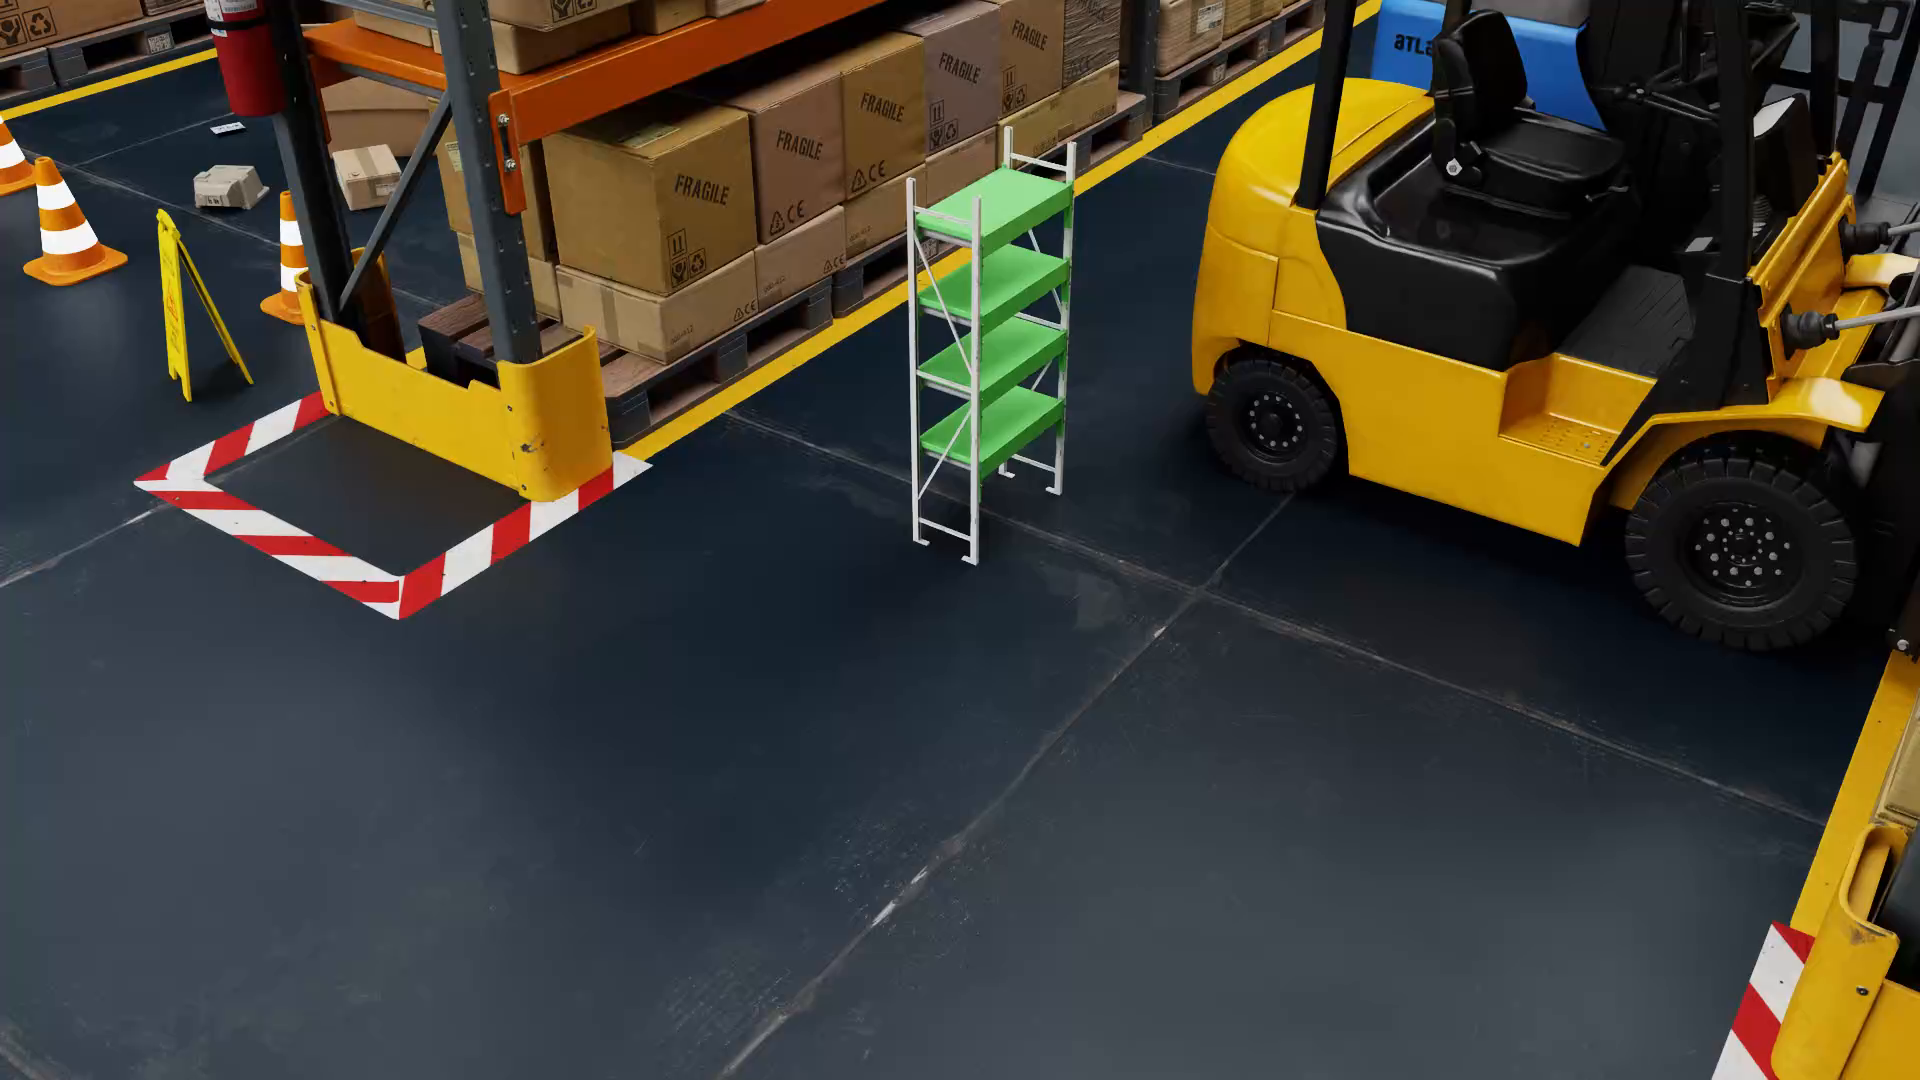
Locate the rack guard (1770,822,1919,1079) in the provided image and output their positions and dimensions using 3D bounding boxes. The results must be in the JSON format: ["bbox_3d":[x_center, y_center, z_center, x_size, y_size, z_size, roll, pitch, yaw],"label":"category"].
[{"bbox_3d":[2.296,1.049,3.253,1.175,0.500,0.348,21,39,28],"label":"rack guard"}]

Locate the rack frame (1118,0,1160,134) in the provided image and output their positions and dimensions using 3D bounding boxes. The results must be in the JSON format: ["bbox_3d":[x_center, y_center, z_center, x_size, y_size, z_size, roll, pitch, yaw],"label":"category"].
[{"bbox_3d":[0.511,-3.422,7.633,1.000,3.000,0.127,21,39,28],"label":"rack frame"}]

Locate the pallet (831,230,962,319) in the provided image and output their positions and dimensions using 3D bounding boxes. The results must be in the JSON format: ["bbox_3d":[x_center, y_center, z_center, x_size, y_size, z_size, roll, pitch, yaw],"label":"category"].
[{"bbox_3d":[-0.538,-1.383,7.107,1.003,0.211,1.213,21,39,28],"label":"pallet"}]

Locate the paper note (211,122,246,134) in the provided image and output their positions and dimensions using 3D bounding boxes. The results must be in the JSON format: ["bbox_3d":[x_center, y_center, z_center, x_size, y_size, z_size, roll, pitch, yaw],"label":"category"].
[{"bbox_3d":[-3.629,-2.046,8.249,0.142,0.017,0.144,-22,40,-29],"label":"paper note"}]

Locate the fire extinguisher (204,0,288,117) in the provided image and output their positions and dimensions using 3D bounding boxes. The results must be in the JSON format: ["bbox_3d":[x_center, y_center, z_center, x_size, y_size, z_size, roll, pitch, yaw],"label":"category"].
[{"bbox_3d":[-2.214,-1.644,5.073,0.296,0.674,0.183,21,39,28],"label":"fire extinguisher"}]

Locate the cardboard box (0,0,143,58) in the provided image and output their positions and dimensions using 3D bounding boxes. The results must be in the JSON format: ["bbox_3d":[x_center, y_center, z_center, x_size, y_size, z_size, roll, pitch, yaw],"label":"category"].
[{"bbox_3d":[-5.062,-3.149,8.750,0.875,0.875,0.875,21,39,27],"label":"cardboard box"}]

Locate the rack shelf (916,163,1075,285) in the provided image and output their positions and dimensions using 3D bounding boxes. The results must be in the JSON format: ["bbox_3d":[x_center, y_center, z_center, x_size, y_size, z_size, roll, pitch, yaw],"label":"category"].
[{"bbox_3d":[0.094,-0.918,4.793,0.258,0.148,0.480,21,39,28],"label":"rack shelf"}]

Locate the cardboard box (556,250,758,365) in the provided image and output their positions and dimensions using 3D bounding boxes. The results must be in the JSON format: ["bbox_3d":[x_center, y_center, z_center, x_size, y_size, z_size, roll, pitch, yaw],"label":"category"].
[{"bbox_3d":[-1.083,-0.899,5.982,0.500,0.250,0.500,21,39,28],"label":"cardboard box"}]

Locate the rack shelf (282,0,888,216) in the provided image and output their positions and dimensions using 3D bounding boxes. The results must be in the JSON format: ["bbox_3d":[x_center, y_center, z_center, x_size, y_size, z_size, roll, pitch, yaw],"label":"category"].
[{"bbox_3d":[-0.630,-2.204,6.474,1.077,0.370,4.000,21,39,28],"label":"rack shelf"}]

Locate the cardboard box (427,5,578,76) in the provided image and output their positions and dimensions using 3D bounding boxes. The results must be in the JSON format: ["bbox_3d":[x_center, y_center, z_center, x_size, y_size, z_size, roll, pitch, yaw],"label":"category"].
[{"bbox_3d":[-1.406,-1.568,5.115,0.380,0.149,0.250,21,40,28],"label":"cardboard box"}]

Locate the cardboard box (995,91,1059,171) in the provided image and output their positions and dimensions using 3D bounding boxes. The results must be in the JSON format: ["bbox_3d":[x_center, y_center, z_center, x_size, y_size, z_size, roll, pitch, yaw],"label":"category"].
[{"bbox_3d":[0.099,-1.851,7.389,0.500,0.250,0.500,20,39,27],"label":"cardboard box"}]

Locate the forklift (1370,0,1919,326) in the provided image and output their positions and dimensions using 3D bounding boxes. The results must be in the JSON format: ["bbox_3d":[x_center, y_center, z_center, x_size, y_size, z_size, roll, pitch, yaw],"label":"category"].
[{"bbox_3d":[3.123,-2.174,5.848,3.031,2.935,1.130,22,40,29],"label":"forklift"}]

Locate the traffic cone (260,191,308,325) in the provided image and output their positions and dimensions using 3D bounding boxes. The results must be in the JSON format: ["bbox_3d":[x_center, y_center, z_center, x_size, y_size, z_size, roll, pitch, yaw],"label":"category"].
[{"bbox_3d":[-2.585,-1.141,6.524,0.336,0.463,0.334,21,39,28],"label":"traffic cone"}]

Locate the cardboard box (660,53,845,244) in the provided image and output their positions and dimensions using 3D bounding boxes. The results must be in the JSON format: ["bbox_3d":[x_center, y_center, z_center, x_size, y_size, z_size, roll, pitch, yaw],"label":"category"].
[{"bbox_3d":[-0.775,-1.463,6.146,0.500,0.500,0.500,20,39,27],"label":"cardboard box"}]

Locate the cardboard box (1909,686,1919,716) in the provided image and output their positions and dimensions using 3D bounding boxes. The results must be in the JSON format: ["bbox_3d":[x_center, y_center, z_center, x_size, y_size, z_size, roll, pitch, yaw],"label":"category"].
[{"bbox_3d":[2.609,0.424,4.025,0.500,0.250,0.500,21,39,28],"label":"cardboard box"}]

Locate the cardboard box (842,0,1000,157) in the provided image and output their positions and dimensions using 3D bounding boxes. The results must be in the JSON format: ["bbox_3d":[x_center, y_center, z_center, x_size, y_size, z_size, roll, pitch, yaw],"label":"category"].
[{"bbox_3d":[-0.185,-1.940,6.852,0.500,0.500,0.500,24,41,31],"label":"cardboard box"}]

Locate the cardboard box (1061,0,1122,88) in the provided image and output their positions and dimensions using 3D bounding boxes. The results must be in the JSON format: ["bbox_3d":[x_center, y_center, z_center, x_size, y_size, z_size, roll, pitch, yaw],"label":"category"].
[{"bbox_3d":[0.394,-2.410,7.546,0.500,0.500,0.500,21,39,28],"label":"cardboard box"}]

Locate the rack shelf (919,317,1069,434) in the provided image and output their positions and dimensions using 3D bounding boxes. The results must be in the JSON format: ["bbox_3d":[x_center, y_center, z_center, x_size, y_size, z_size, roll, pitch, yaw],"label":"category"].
[{"bbox_3d":[0.094,-0.520,5.062,0.258,0.148,0.480,21,39,28],"label":"rack shelf"}]

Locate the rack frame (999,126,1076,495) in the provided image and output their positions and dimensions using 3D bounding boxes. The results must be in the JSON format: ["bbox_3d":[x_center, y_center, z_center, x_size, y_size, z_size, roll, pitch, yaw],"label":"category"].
[{"bbox_3d":[0.234,-0.686,5.193,0.240,1.200,0.015,21,39,28],"label":"rack frame"}]

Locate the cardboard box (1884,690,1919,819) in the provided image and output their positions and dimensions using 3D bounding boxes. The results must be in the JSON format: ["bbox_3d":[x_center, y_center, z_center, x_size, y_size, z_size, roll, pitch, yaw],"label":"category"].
[{"bbox_3d":[2.330,0.436,3.561,0.500,0.250,0.500,21,39,28],"label":"cardboard box"}]

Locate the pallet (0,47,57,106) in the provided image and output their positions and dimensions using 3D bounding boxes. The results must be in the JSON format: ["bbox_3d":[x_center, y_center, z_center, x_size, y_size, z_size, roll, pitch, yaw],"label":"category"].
[{"bbox_3d":[-5.503,-2.354,8.543,1.003,0.211,1.213,21,39,28],"label":"pallet"}]

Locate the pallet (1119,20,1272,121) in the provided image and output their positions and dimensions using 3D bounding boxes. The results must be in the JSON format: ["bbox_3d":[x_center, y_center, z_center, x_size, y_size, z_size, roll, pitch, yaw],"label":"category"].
[{"bbox_3d":[0.953,-2.626,8.945,1.003,0.211,1.213,21,39,28],"label":"pallet"}]

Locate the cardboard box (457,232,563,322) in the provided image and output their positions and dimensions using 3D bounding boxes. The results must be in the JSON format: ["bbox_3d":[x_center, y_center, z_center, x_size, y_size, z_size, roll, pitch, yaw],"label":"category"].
[{"bbox_3d":[-1.517,-1.086,6.257,0.500,0.250,0.500,21,39,28],"label":"cardboard box"}]

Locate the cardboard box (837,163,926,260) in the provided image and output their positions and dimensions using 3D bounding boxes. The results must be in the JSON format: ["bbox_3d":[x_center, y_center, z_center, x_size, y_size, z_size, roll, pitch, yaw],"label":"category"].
[{"bbox_3d":[-0.485,-1.387,6.703,0.500,0.250,0.500,24,41,31],"label":"cardboard box"}]

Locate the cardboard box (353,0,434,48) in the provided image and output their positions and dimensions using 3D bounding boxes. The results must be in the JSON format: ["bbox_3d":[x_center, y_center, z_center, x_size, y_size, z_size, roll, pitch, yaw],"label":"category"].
[{"bbox_3d":[-1.733,-1.718,5.337,0.380,0.149,0.250,23,40,30],"label":"cardboard box"}]

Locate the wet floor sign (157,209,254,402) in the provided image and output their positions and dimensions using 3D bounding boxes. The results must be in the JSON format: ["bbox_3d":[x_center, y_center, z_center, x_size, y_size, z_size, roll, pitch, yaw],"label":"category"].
[{"bbox_3d":[-2.757,-0.861,5.947,0.232,0.644,0.267,-22,40,-29],"label":"wet floor sign"}]

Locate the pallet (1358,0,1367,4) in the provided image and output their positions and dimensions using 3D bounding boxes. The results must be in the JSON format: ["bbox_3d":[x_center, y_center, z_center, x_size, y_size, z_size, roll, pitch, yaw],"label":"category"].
[{"bbox_3d":[2.345,-3.749,10.605,1.003,0.211,1.213,21,39,28],"label":"pallet"}]

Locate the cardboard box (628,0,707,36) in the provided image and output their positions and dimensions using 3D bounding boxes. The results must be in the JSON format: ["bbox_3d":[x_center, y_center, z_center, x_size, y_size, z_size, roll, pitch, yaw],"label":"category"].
[{"bbox_3d":[-1.056,-1.785,5.436,0.380,0.149,0.250,20,39,27],"label":"cardboard box"}]

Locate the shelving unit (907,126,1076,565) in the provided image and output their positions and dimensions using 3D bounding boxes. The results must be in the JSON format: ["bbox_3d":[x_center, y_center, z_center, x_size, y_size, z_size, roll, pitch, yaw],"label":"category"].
[{"bbox_3d":[0.094,-0.573,5.027,0.258,1.200,0.503,21,39,28],"label":"shelving unit"}]

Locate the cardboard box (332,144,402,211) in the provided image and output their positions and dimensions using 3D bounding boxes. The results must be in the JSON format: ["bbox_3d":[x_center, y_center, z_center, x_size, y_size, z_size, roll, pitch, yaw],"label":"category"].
[{"bbox_3d":[-2.683,-1.649,7.555,0.250,0.149,0.380,-15,37,-21],"label":"cardboard box"}]

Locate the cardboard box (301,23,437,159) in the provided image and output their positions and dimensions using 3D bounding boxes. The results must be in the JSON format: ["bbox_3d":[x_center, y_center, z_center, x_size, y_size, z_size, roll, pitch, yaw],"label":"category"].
[{"bbox_3d":[-2.848,-2.164,8.001,0.797,0.503,0.637,-3,34,-4],"label":"cardboard box"}]

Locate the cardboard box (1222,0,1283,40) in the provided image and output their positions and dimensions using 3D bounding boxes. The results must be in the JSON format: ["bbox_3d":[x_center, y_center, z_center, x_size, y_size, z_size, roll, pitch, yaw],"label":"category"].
[{"bbox_3d":[1.215,-3.082,9.101,0.950,0.372,0.625,24,41,31],"label":"cardboard box"}]
